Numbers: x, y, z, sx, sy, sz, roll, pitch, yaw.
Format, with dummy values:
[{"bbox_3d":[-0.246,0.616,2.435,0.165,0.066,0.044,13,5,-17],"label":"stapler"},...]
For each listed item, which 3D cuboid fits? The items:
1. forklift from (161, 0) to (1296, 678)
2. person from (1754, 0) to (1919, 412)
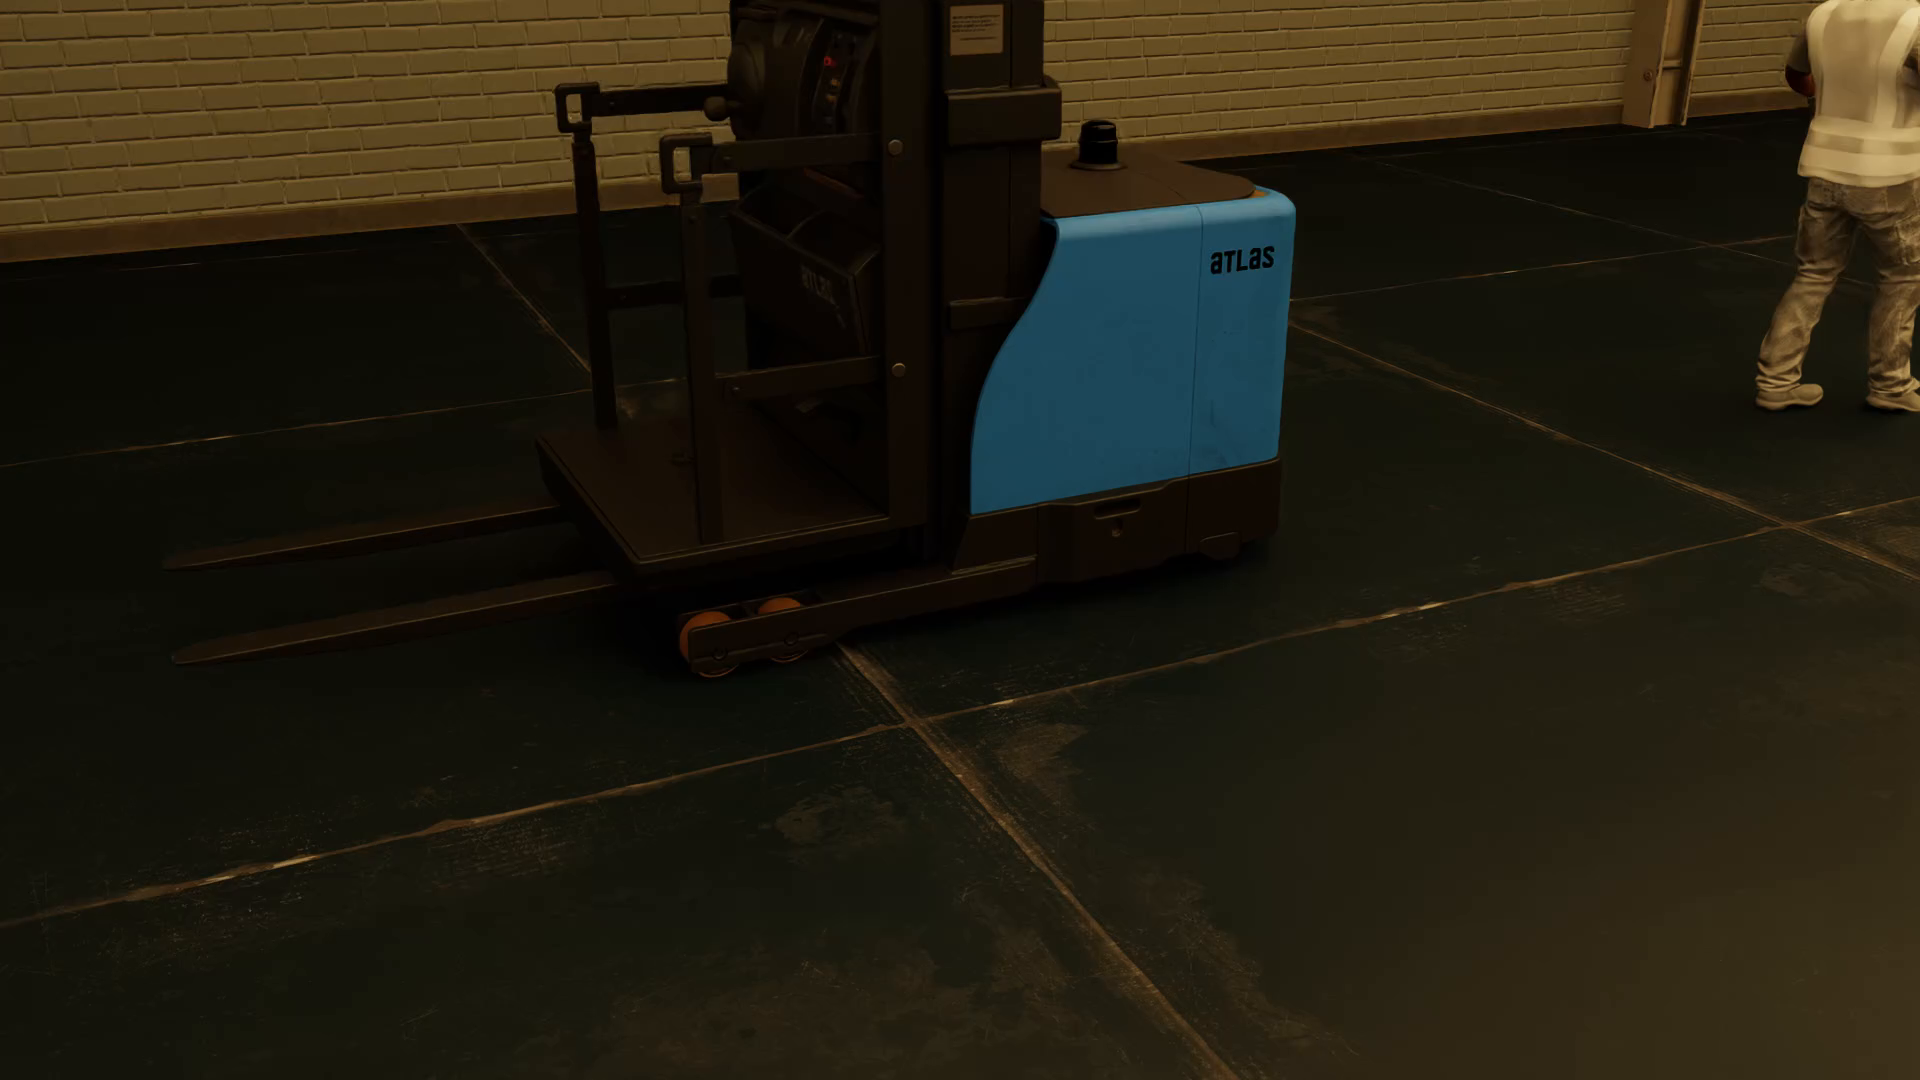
[{"bbox_3d":[-0.602,-1.232,4.252,3.031,2.935,1.130,-11,25,-24],"label":"forklift"},{"bbox_3d":[3.367,-1.309,6.016,0.660,1.786,1.046,-10,25,-23],"label":"person"}]
